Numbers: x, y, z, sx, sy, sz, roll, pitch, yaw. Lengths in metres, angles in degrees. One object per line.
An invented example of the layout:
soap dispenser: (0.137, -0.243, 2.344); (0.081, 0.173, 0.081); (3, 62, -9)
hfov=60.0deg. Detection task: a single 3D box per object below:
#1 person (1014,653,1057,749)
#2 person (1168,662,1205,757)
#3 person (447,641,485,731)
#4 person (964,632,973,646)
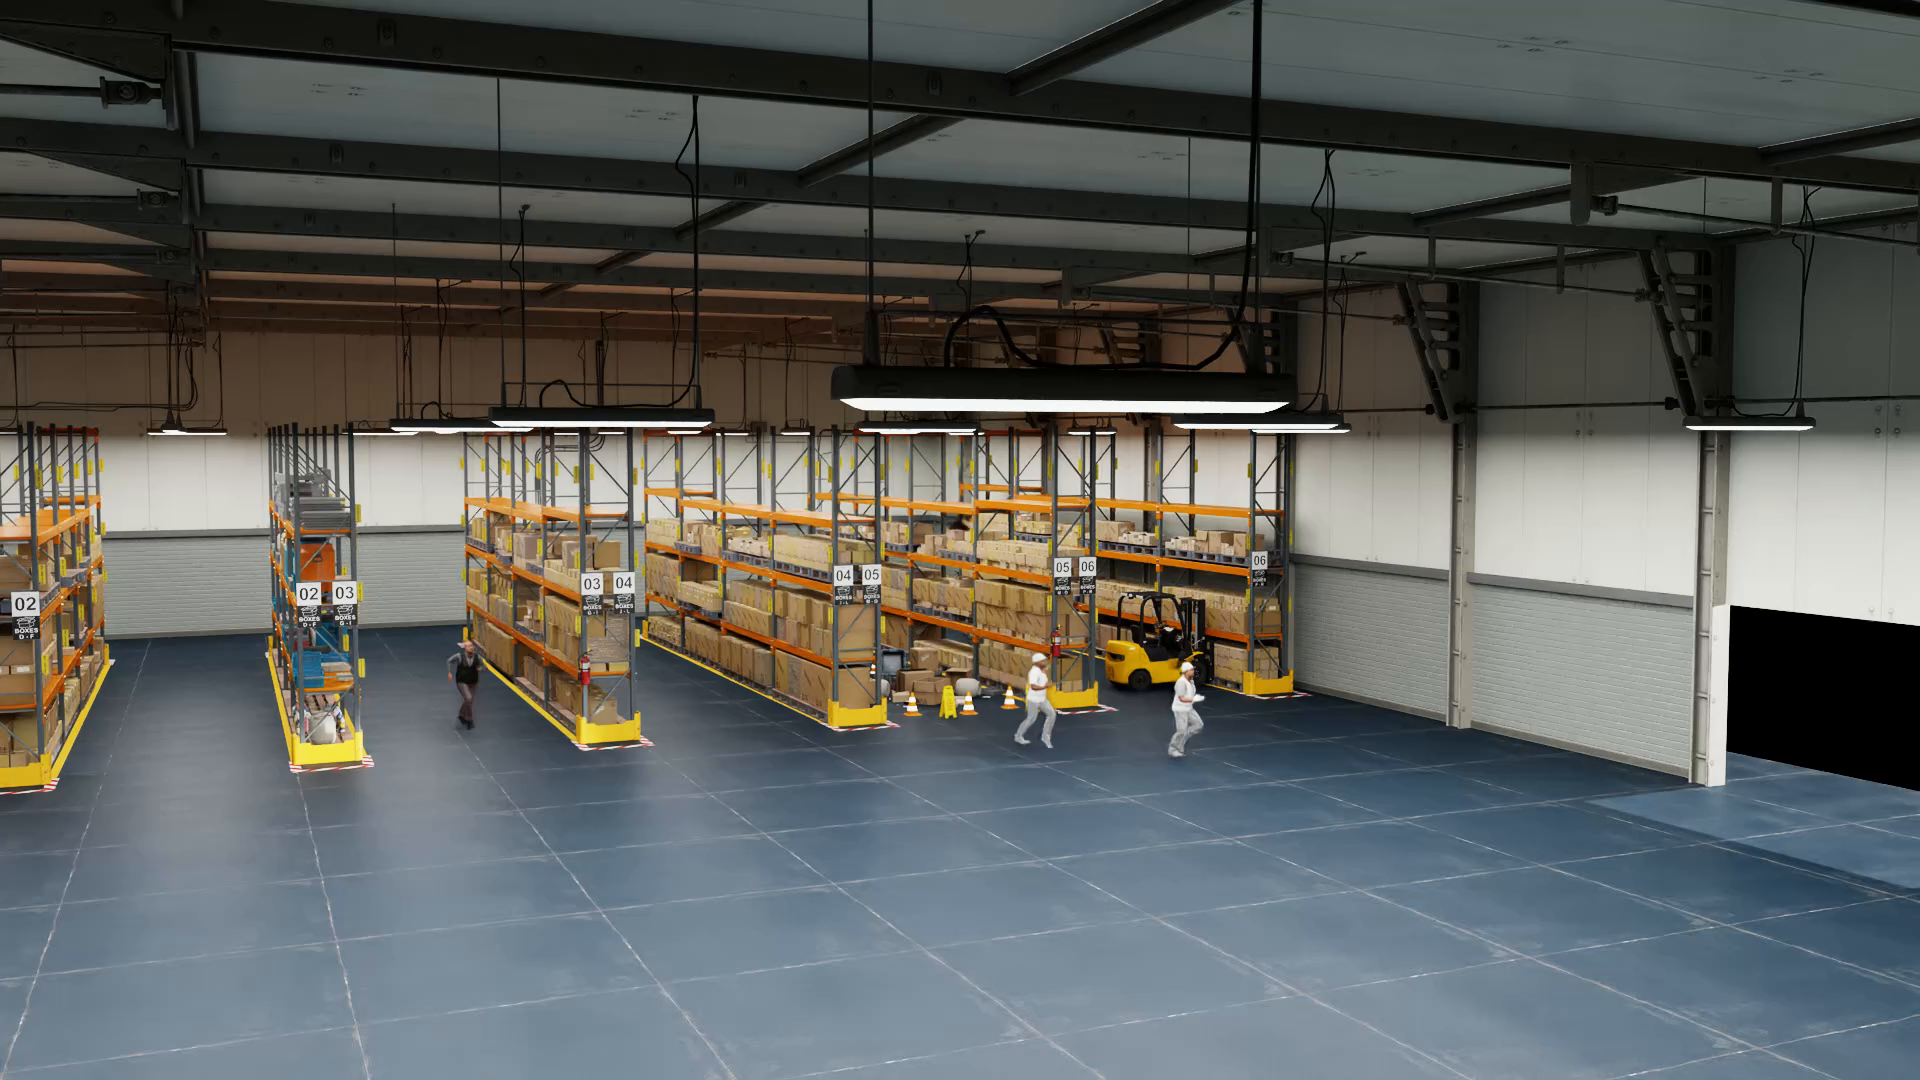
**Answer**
person: (1.376, 2.981, 30.685); (0.802, 1.807, 0.672); (2, 4, 24)
person: (4.050, 3.028, 29.659); (0.728, 1.722, 0.726); (2, 4, 29)
person: (-9.744, 2.865, 32.857); (0.679, 1.761, 0.850); (-3, 4, -36)
person: (0.262, 2.075, 45.486); (0.654, 1.744, 0.532); (-2, 4, -28)
